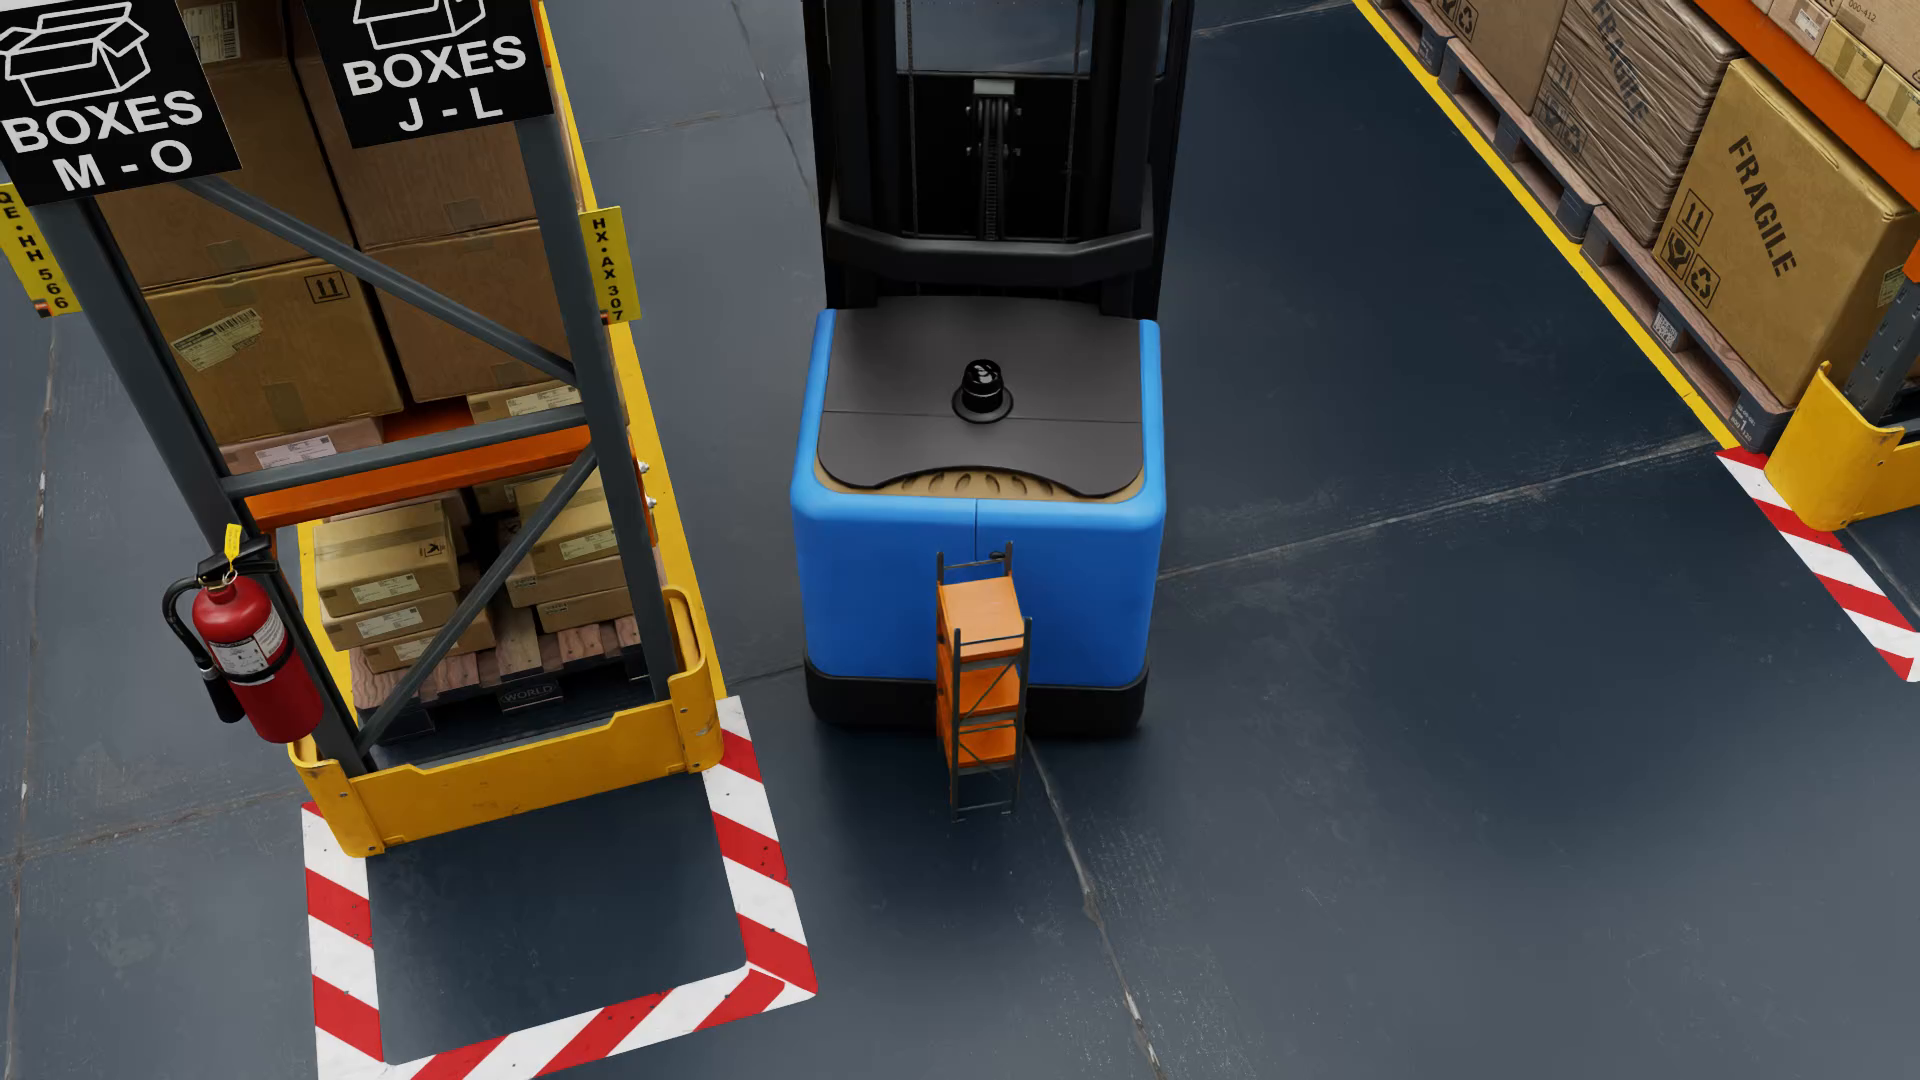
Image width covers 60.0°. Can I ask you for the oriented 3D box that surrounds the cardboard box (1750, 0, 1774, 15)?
[{"bbox_3d":[2.817,-1.918,5.569,0.380,0.149,0.250,-13,51,-10],"label":"cardboard box"}]

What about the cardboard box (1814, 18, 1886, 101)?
[{"bbox_3d":[2.963,-1.551,5.260,0.380,0.149,0.250,-13,51,-11],"label":"cardboard box"}]

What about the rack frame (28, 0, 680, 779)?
[{"bbox_3d":[-1.306,-0.209,3.964,1.000,3.000,0.127,-13,51,-11],"label":"rack frame"}]

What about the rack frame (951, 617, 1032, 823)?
[{"bbox_3d":[0.078,0.526,4.620,0.200,1.050,0.008,-8,54,-7],"label":"rack frame"}]

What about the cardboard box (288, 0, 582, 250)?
[{"bbox_3d":[-1.185,-1.048,3.757,0.500,0.500,0.500,-14,51,-11],"label":"cardboard box"}]

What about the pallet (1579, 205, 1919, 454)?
[{"bbox_3d":[3.150,-0.924,6.391,1.003,0.211,1.213,-13,51,-11],"label":"pallet"}]

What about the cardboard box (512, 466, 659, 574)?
[{"bbox_3d":[-1.137,-0.077,5.054,0.380,0.149,0.250,-15,52,-13],"label":"cardboard box"}]

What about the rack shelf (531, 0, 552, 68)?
[{"bbox_3d":[-1.898,-2.405,4.324,1.077,0.370,4.000,-13,51,-11],"label":"rack shelf"}]

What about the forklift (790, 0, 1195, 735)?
[{"bbox_3d":[0.118,-1.467,5.070,1.130,2.935,3.031,2,50,2],"label":"forklift"}]

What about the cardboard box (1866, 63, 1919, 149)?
[{"bbox_3d":[3.042,-1.362,5.100,0.380,0.149,0.250,-12,51,-10],"label":"cardboard box"}]

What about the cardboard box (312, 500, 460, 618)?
[{"bbox_3d":[-1.705,0.053,4.944,0.380,0.149,0.250,-13,51,-11],"label":"cardboard box"}]

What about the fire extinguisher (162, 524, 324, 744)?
[{"bbox_3d":[-1.673,0.224,3.894,0.296,0.674,0.183,-13,51,-11],"label":"fire extinguisher"}]

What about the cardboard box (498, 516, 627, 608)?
[{"bbox_3d":[-1.216,0.038,5.152,0.380,0.149,0.250,-11,51,-9],"label":"cardboard box"}]

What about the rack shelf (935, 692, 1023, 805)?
[{"bbox_3d":[0.052,0.602,4.923,0.215,0.259,0.240,-8,54,-7],"label":"rack shelf"}]

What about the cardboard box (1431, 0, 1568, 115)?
[{"bbox_3d":[2.664,-2.471,6.987,0.875,0.875,0.875,-13,51,-11],"label":"cardboard box"}]

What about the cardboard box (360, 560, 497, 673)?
[{"bbox_3d":[-1.661,0.237,5.178,0.380,0.149,0.250,-13,51,-10],"label":"cardboard box"}]

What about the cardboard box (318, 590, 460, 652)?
[{"bbox_3d":[-1.735,0.157,5.051,0.380,0.149,0.250,-15,51,-12],"label":"cardboard box"}]

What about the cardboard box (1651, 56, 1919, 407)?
[{"bbox_3d":[3.196,-1.157,5.878,0.875,0.875,0.875,-13,51,-11],"label":"cardboard box"}]

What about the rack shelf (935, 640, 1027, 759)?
[{"bbox_3d":[0.055,0.436,4.700,0.215,0.259,0.240,-8,54,-7],"label":"rack shelf"}]

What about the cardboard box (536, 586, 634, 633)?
[{"bbox_3d":[-1.155,0.119,5.278,0.380,0.149,0.250,-12,51,-10],"label":"cardboard box"}]

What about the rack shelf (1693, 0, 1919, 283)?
[{"bbox_3d":[2.870,-2.486,6.354,1.077,0.370,4.000,-13,51,-11],"label":"rack shelf"}]

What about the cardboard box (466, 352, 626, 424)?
[{"bbox_3d":[-1.089,-0.439,4.322,0.380,0.149,0.250,-14,51,-11],"label":"cardboard box"}]

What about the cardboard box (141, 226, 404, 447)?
[{"bbox_3d":[-1.685,-0.607,4.040,0.500,0.500,0.500,-12,51,-10],"label":"cardboard box"}]

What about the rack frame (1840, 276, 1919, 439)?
[{"bbox_3d":[3.462,-1.257,4.848,1.000,3.000,0.127,-13,51,-11],"label":"rack frame"}]

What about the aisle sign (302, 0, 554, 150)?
[{"bbox_3d":[-0.998,-1.062,2.983,0.394,0.787,0.004,-13,51,-11],"label":"aisle sign"}]

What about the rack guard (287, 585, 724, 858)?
[{"bbox_3d":[-1.329,0.541,4.967,1.175,0.500,0.348,-13,51,-11],"label":"rack guard"}]

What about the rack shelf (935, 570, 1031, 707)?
[{"bbox_3d":[0.059,0.266,4.473,0.215,0.259,0.240,-8,54,-7],"label":"rack shelf"}]

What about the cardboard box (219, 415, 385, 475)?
[{"bbox_3d":[-1.673,-0.302,4.207,0.380,0.149,0.250,-13,51,-11],"label":"cardboard box"}]

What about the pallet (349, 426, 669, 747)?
[{"bbox_3d":[-1.535,0.033,5.584,1.003,0.211,1.213,-13,51,-11],"label":"pallet"}]

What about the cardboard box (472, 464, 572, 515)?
[{"bbox_3d":[-1.333,-0.251,5.201,0.380,0.149,0.250,-12,51,-10],"label":"cardboard box"}]

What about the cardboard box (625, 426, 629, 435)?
[{"bbox_3d":[-1.362,-0.445,5.753,0.380,0.149,0.250,-13,51,-11],"label":"cardboard box"}]

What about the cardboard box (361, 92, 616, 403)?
[{"bbox_3d":[-1.175,-0.728,4.142,0.500,0.500,0.500,-11,51,-9],"label":"cardboard box"}]

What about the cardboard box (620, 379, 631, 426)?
[{"bbox_3d":[-1.285,-0.464,5.380,0.380,0.149,0.250,-13,51,-11],"label":"cardboard box"}]

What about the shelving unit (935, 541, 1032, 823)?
[{"bbox_3d":[0.056,0.430,4.692,0.215,1.050,0.252,-8,54,-7],"label":"shelving unit"}]

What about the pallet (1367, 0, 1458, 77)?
[{"bbox_3d":[2.429,-2.706,7.894,1.003,0.211,1.213,-13,51,-11],"label":"pallet"}]

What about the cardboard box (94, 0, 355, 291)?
[{"bbox_3d":[-1.679,-0.938,3.665,0.500,0.500,0.500,-14,51,-12],"label":"cardboard box"}]

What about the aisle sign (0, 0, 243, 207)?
[{"bbox_3d":[-1.571,-0.926,2.868,0.394,0.787,0.004,-13,51,-11],"label":"aisle sign"}]

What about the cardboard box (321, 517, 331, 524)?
[{"bbox_3d":[-1.890,-0.222,5.370,0.380,0.149,0.250,-15,52,-12],"label":"cardboard box"}]

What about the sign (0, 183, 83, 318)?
[{"bbox_3d":[-1.842,-0.573,3.307,0.100,0.325,0.005,-13,51,-11],"label":"sign"}]

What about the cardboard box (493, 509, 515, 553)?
[{"bbox_3d":[-1.311,-0.053,5.423,0.380,0.149,0.250,-13,51,-11],"label":"cardboard box"}]

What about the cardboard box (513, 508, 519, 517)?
[{"bbox_3d":[-1.243,-0.175,5.331,0.380,0.149,0.250,-14,51,-11],"label":"cardboard box"}]

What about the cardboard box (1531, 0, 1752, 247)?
[{"bbox_3d":[2.927,-1.821,6.439,0.875,0.875,0.875,-13,51,-11],"label":"cardboard box"}]

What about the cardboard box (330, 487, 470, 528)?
[{"bbox_3d":[-1.724,-0.143,5.110,0.380,0.149,0.250,-12,51,-10],"label":"cardboard box"}]

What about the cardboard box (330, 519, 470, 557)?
[{"bbox_3d":[-1.761,-0.046,5.222,0.380,0.149,0.250,-14,51,-12],"label":"cardboard box"}]

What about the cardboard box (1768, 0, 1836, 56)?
[{"bbox_3d":[2.890,-1.736,5.415,0.380,0.149,0.250,-13,51,-11],"label":"cardboard box"}]

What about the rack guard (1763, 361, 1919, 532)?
[{"bbox_3d":[3.469,-0.434,5.789,1.175,0.500,0.348,-13,51,-11],"label":"rack guard"}]

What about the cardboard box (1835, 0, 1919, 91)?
[{"bbox_3d":[3.065,-1.598,5.039,0.500,0.250,0.500,-14,51,-12],"label":"cardboard box"}]

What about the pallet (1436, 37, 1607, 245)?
[{"bbox_3d":[2.793,-1.814,7.141,1.003,0.211,1.213,-13,51,-11],"label":"pallet"}]

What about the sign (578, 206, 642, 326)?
[{"bbox_3d":[-0.788,-0.611,3.737,0.100,0.325,0.005,-13,51,-11],"label":"sign"}]

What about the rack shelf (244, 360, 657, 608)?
[{"bbox_3d":[-1.898,-1.438,5.471,1.077,0.370,4.000,-13,51,-11],"label":"rack shelf"}]

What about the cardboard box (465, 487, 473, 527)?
[{"bbox_3d":[-1.830,-0.140,5.496,0.380,0.149,0.250,-14,51,-11],"label":"cardboard box"}]

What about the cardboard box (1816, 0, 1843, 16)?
[{"bbox_3d":[2.915,-1.969,5.352,0.500,0.250,0.500,-14,51,-12],"label":"cardboard box"}]

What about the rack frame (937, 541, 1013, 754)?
[{"bbox_3d":[0.033,0.334,4.763,0.200,1.050,0.008,-8,54,-7],"label":"rack frame"}]
